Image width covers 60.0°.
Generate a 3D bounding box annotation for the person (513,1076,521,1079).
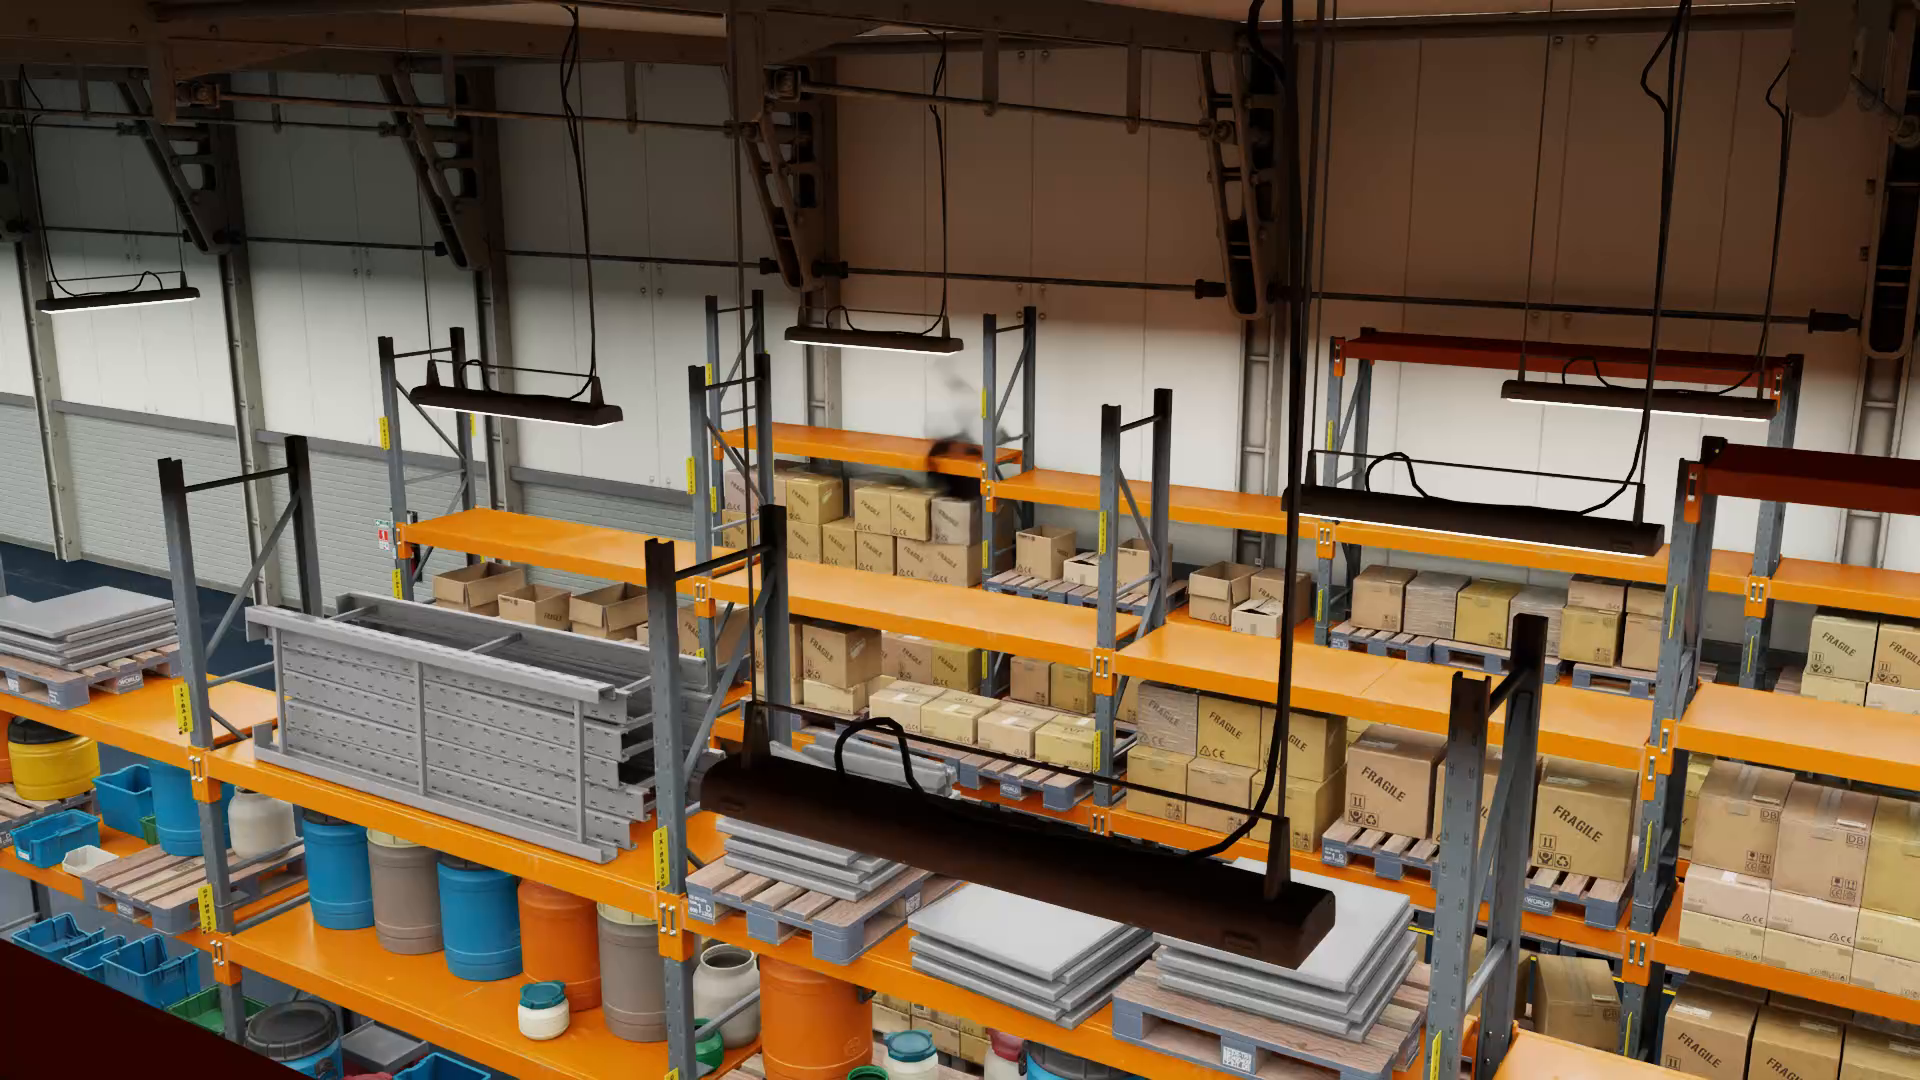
[{"bbox_3d":[-3.304,4.037,13.300,0.594,1.742,0.652,8,16,29],"label":"person"}]
